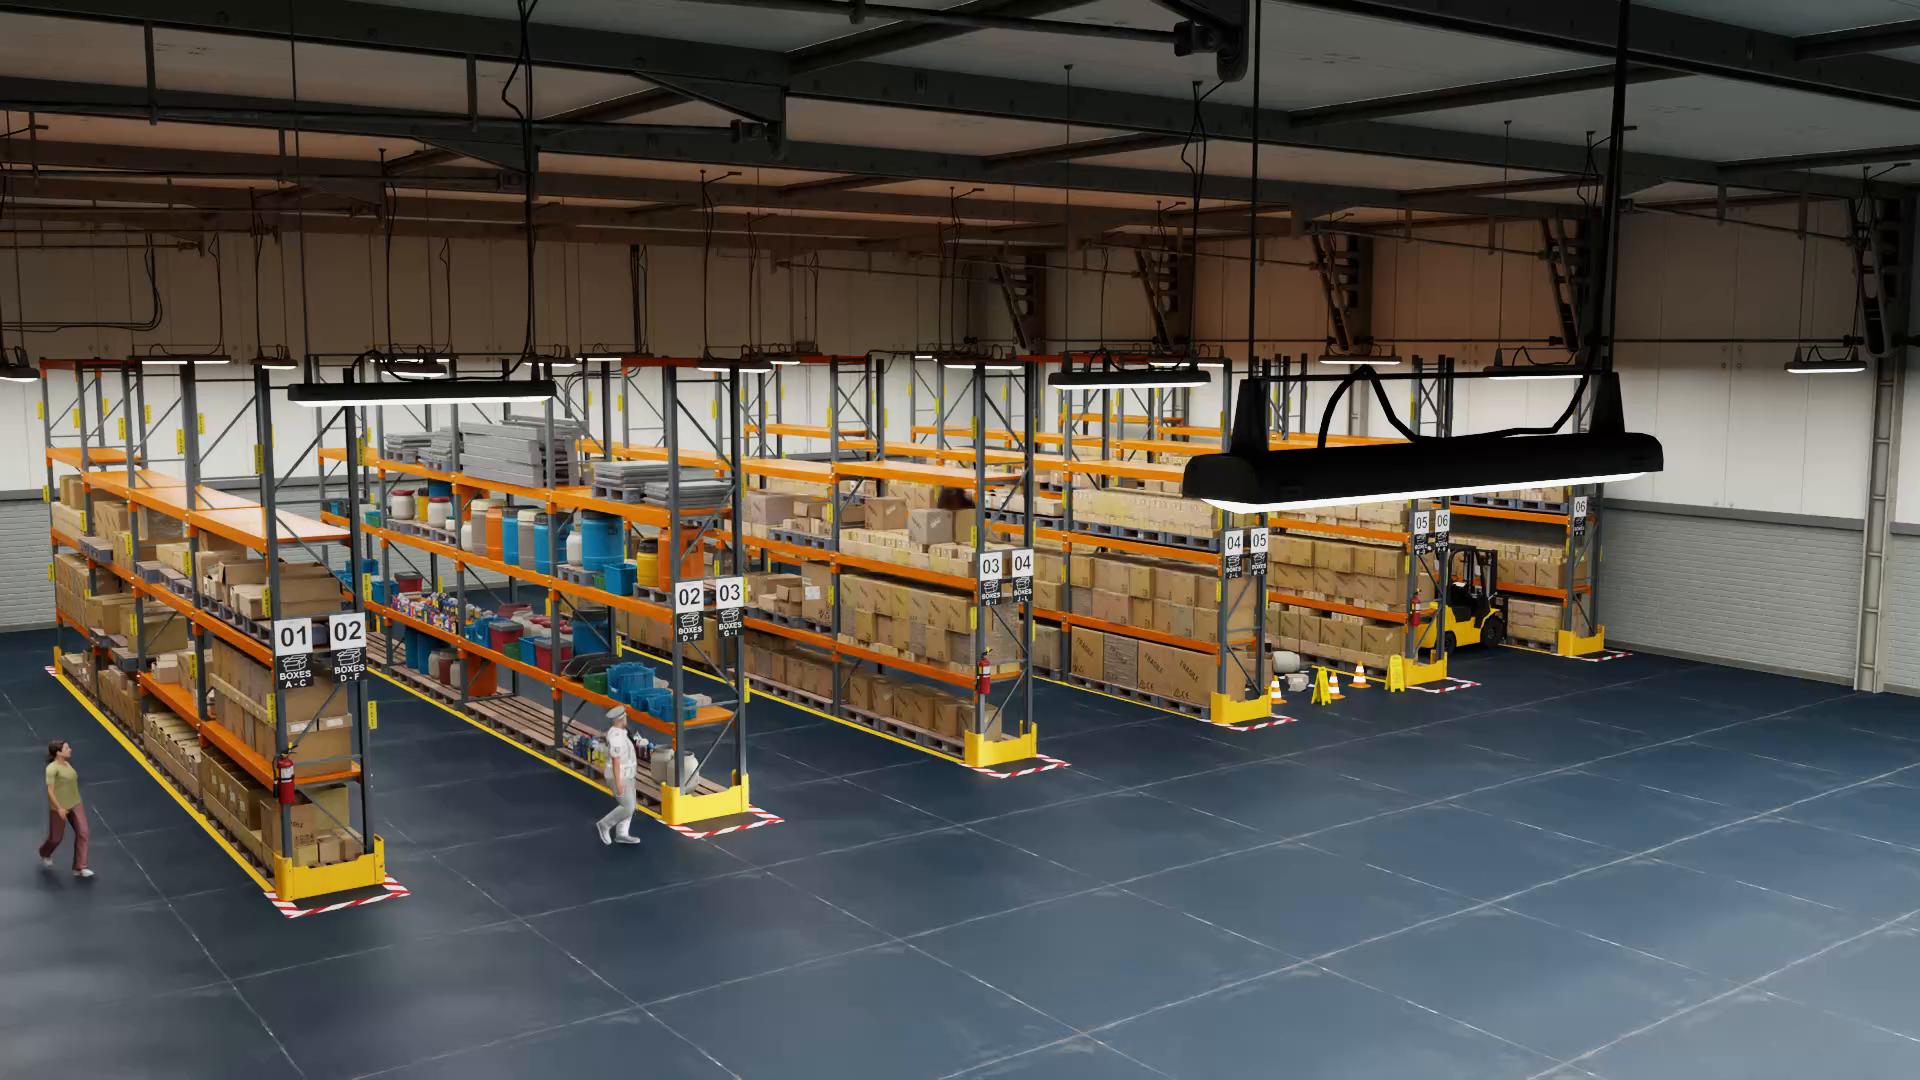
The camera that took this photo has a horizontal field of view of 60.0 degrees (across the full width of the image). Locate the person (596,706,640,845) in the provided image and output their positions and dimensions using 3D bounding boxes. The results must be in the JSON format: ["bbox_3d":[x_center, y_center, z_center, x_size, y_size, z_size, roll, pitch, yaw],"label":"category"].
[{"bbox_3d":[-4.280,2.947,20.841,0.523,1.765,0.585,1,7,6],"label":"person"}]

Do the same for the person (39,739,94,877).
[{"bbox_3d":[-10.653,3.156,19.716,0.914,1.627,0.428,5,9,37],"label":"person"}]
